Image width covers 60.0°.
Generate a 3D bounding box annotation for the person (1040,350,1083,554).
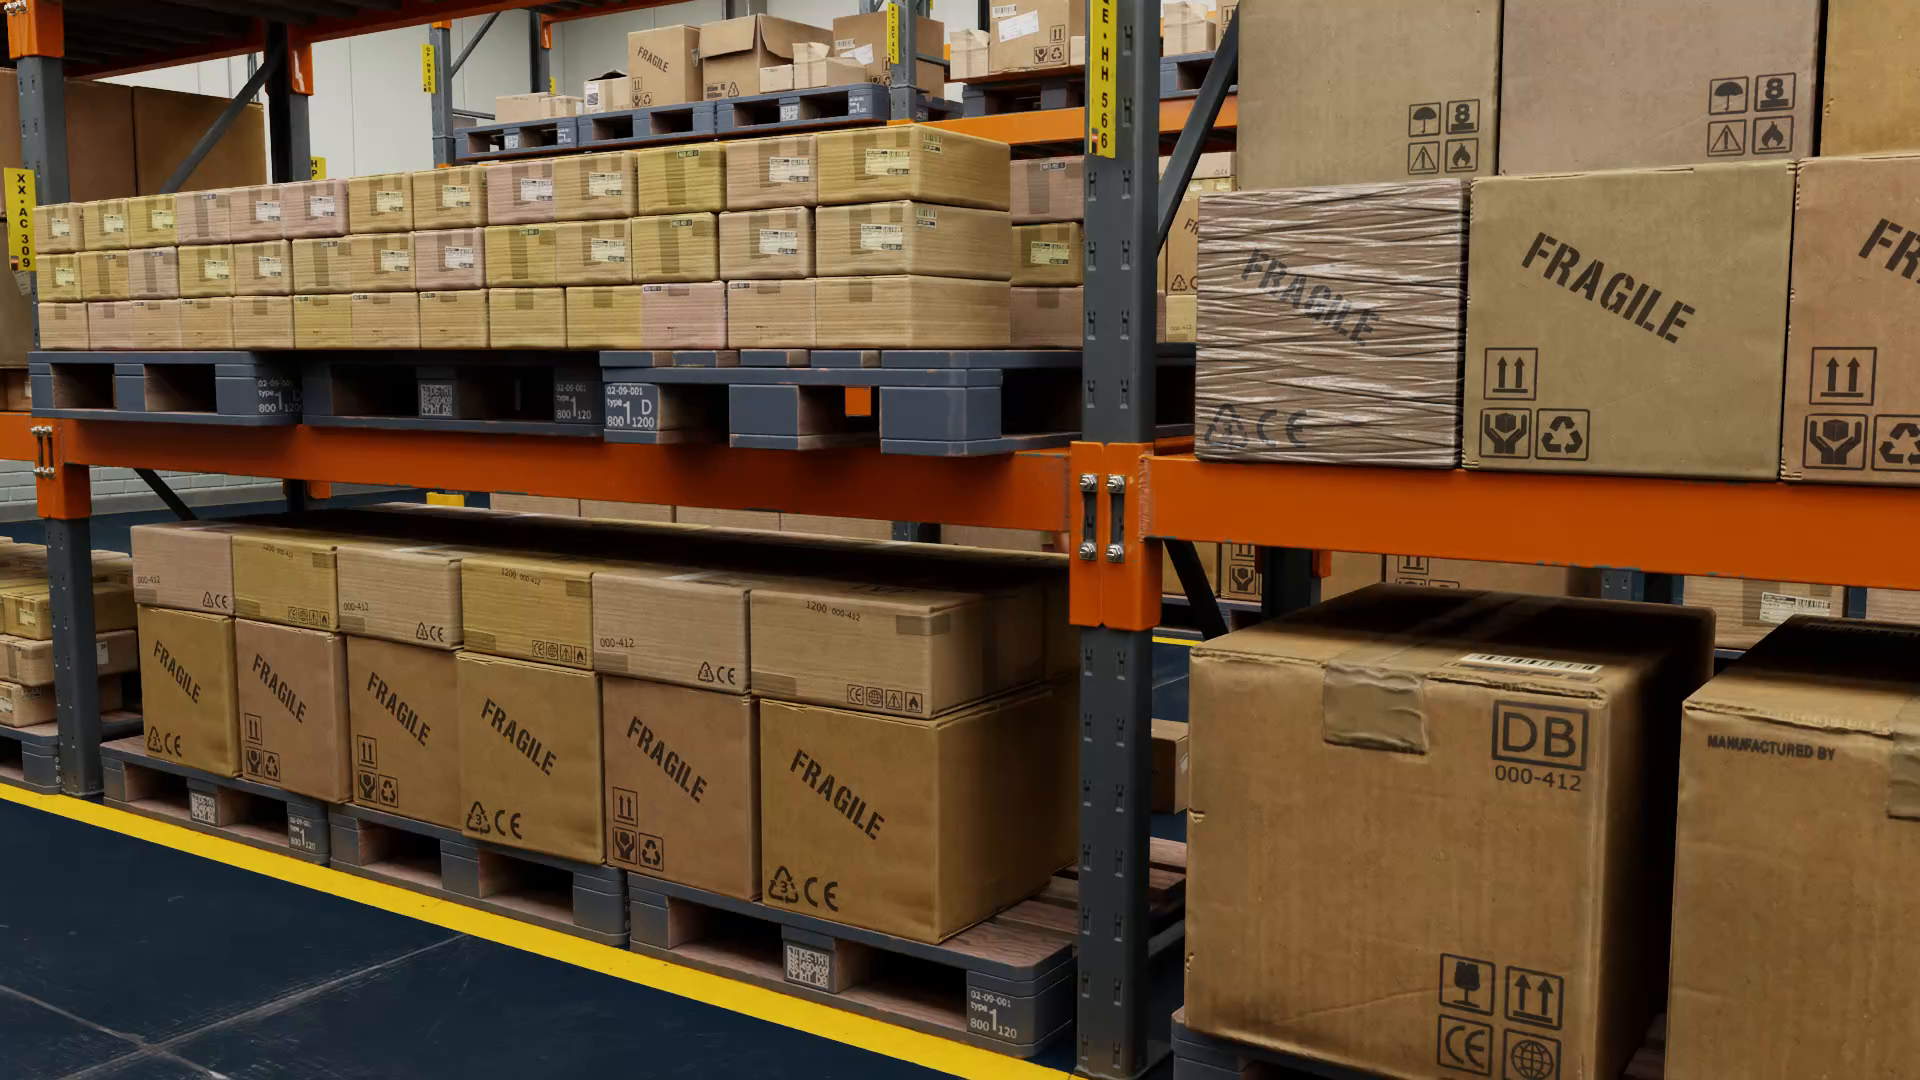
[{"bbox_3d":[0.458,0.046,5.657,0.351,1.652,0.505,4,8,33],"label":"person"}]
